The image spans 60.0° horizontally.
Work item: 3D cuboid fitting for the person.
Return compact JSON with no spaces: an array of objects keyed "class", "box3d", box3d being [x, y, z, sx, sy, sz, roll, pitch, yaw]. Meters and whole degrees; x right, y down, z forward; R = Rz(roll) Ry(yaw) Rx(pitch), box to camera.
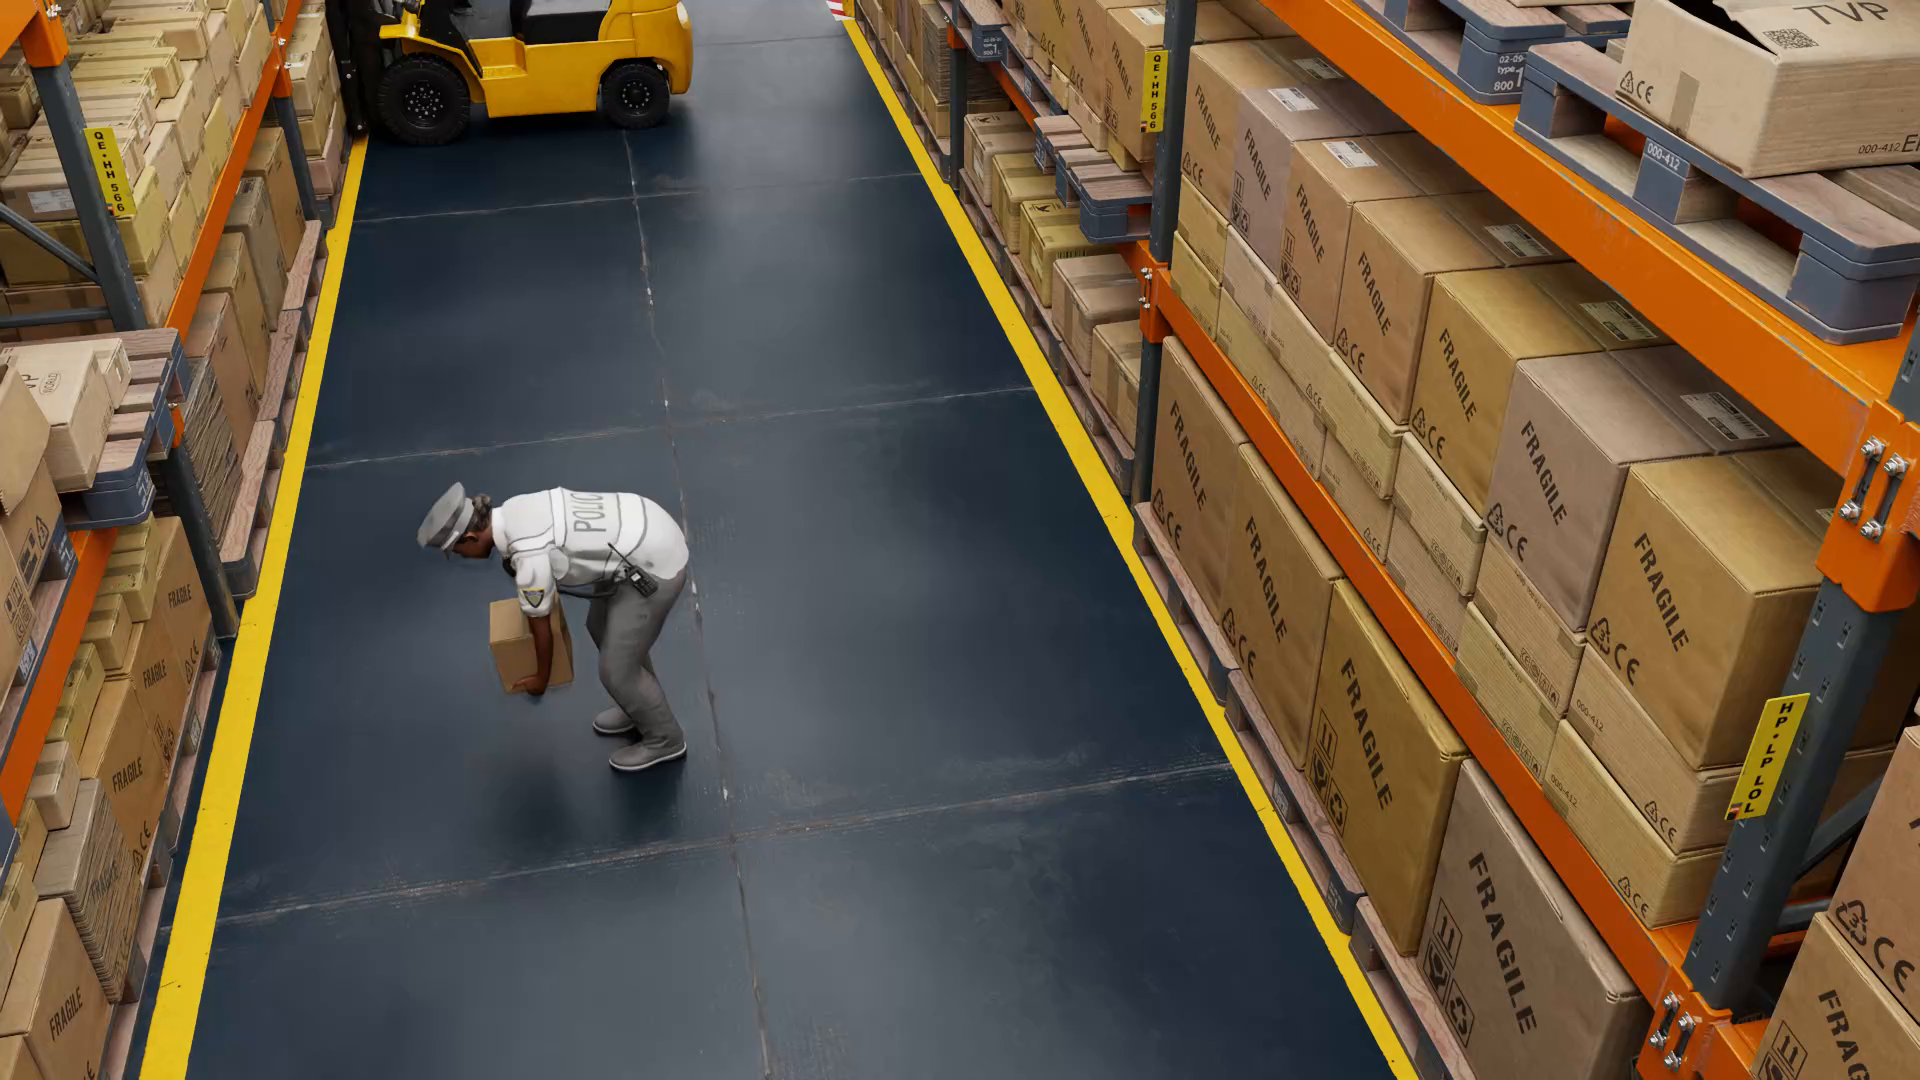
[{"class":"person","box3d":[-1.435,0.300,6.088,0.920,1.238,0.412,-8,35,-12]}]
